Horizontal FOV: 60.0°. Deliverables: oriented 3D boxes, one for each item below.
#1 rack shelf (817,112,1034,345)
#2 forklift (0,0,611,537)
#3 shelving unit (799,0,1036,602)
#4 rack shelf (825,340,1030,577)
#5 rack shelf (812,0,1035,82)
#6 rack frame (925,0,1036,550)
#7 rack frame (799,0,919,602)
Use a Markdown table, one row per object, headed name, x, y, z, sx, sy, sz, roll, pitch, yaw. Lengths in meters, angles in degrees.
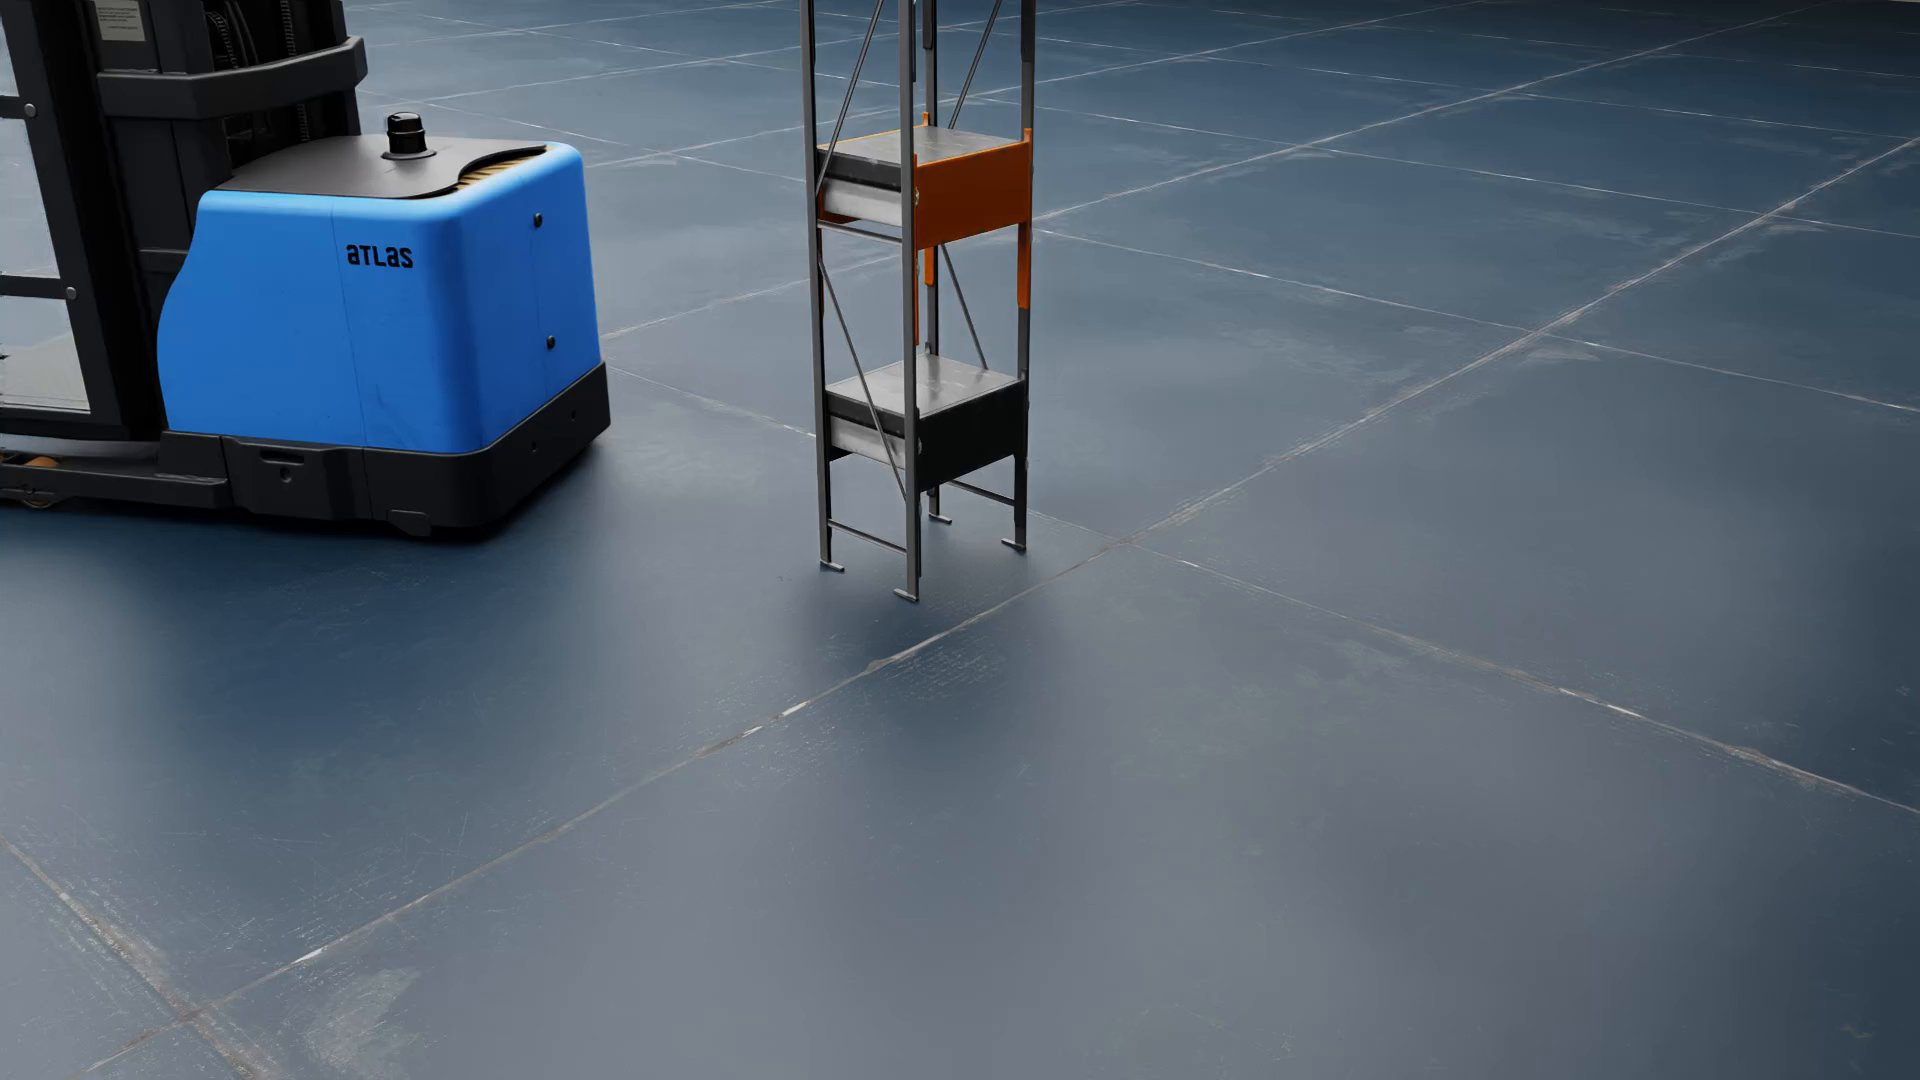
| name | x | y | z | sx | sy | sz | roll | pitch | yaw |
| --- | --- | --- | --- | --- | --- | --- | --- | --- | --- |
| rack shelf | -0.110 | -0.895 | 4.714 | 0.431 | 0.518 | 0.480 | 20 | 31 | 38 |
| forklift | -2.833 | -1.645 | 5.335 | 3.031 | 2.935 | 1.130 | 5 | 25 | 11 |
| shelving unit | -0.110 | -0.908 | 4.708 | 0.431 | 2.100 | 0.503 | 20 | 31 | 38 |
| rack shelf | -0.110 | -0.256 | 5.000 | 0.431 | 0.518 | 0.480 | 20 | 31 | 38 |
| rack shelf | -0.110 | -1.534 | 4.427 | 0.431 | 0.518 | 0.480 | 20 | 31 | 38 |
| rack frame | 0.052 | -0.982 | 4.874 | 0.400 | 2.100 | 0.015 | 20 | 31 | 38 |
| rack frame | -0.273 | -0.833 | 4.542 | 0.400 | 2.100 | 0.015 | 20 | 31 | 38 |
